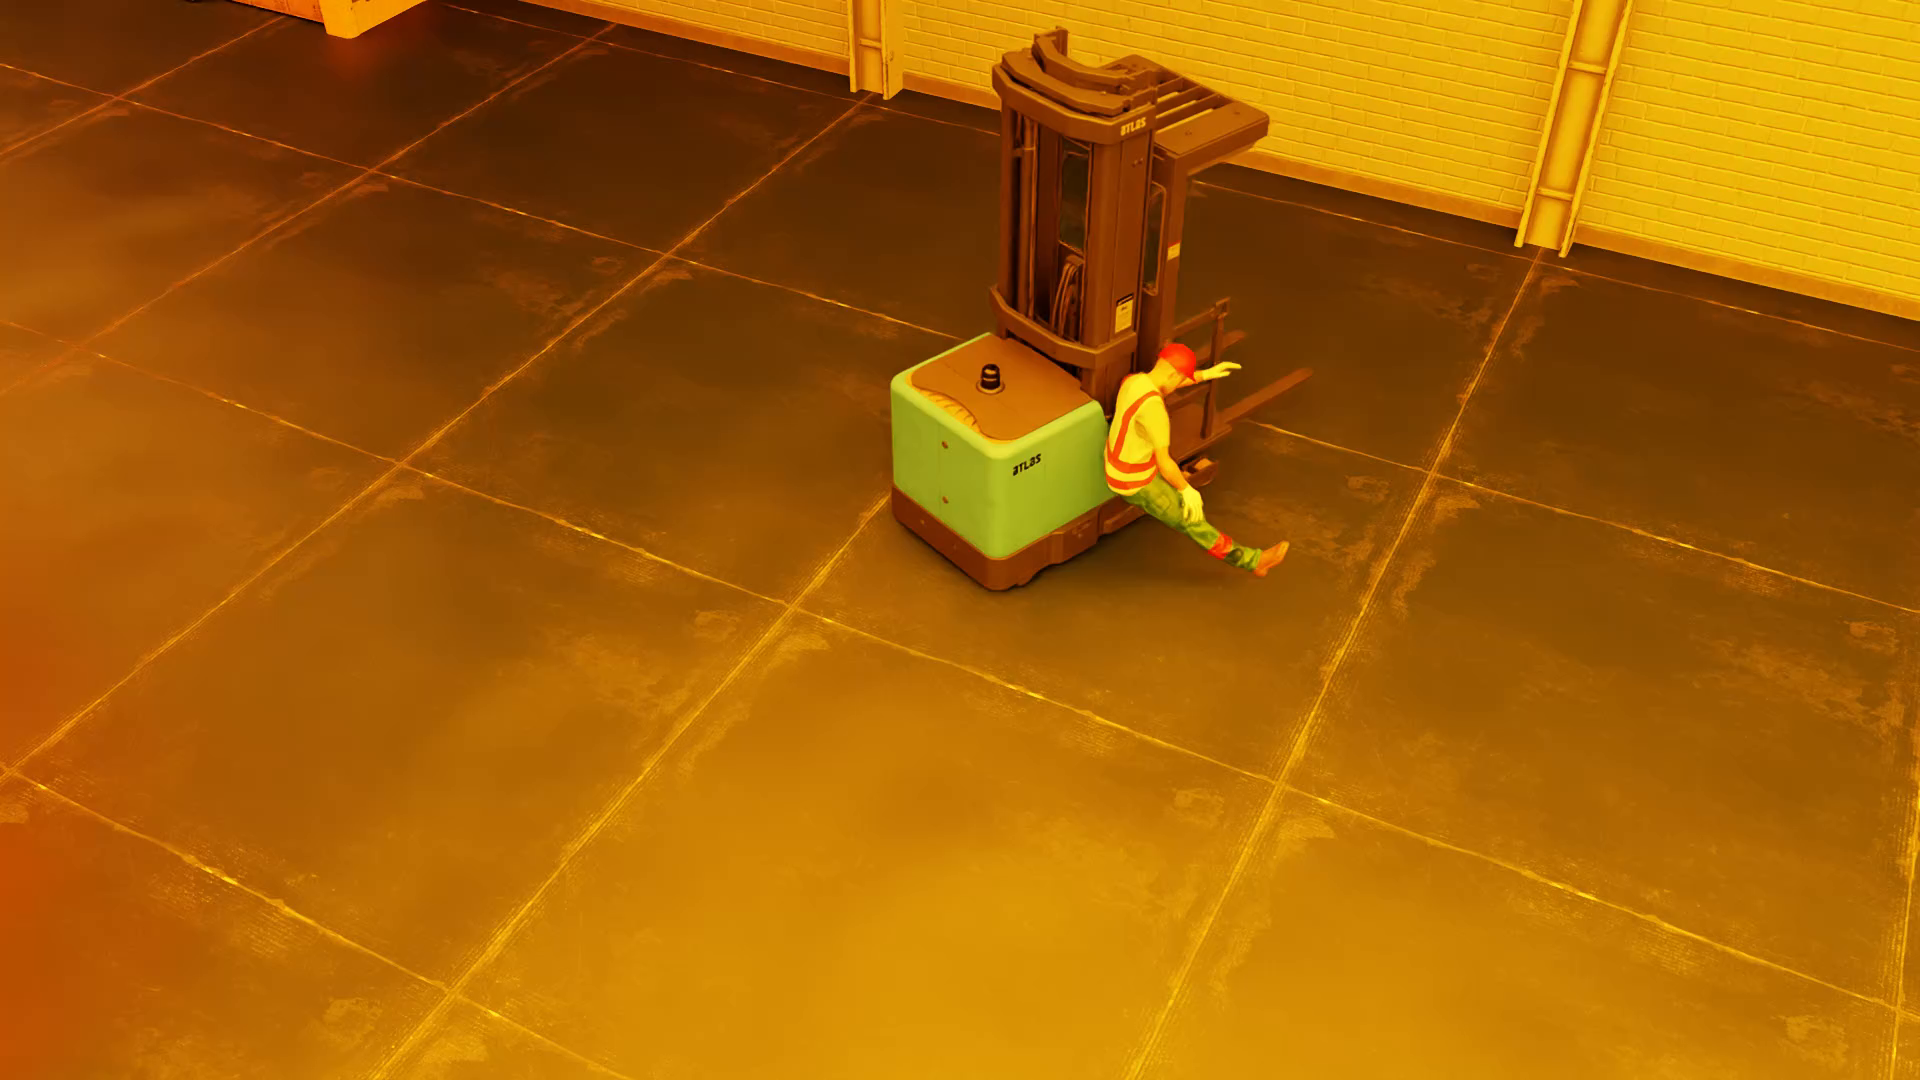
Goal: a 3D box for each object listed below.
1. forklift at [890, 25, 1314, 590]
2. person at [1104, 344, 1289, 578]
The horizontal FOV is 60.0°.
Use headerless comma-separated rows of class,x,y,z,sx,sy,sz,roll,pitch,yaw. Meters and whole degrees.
forklift,1.028,-1.628,9.919,3.031,2.935,1.130,-29,48,-30
person,1.319,-0.514,9.759,1.191,1.407,1.032,1,40,1
